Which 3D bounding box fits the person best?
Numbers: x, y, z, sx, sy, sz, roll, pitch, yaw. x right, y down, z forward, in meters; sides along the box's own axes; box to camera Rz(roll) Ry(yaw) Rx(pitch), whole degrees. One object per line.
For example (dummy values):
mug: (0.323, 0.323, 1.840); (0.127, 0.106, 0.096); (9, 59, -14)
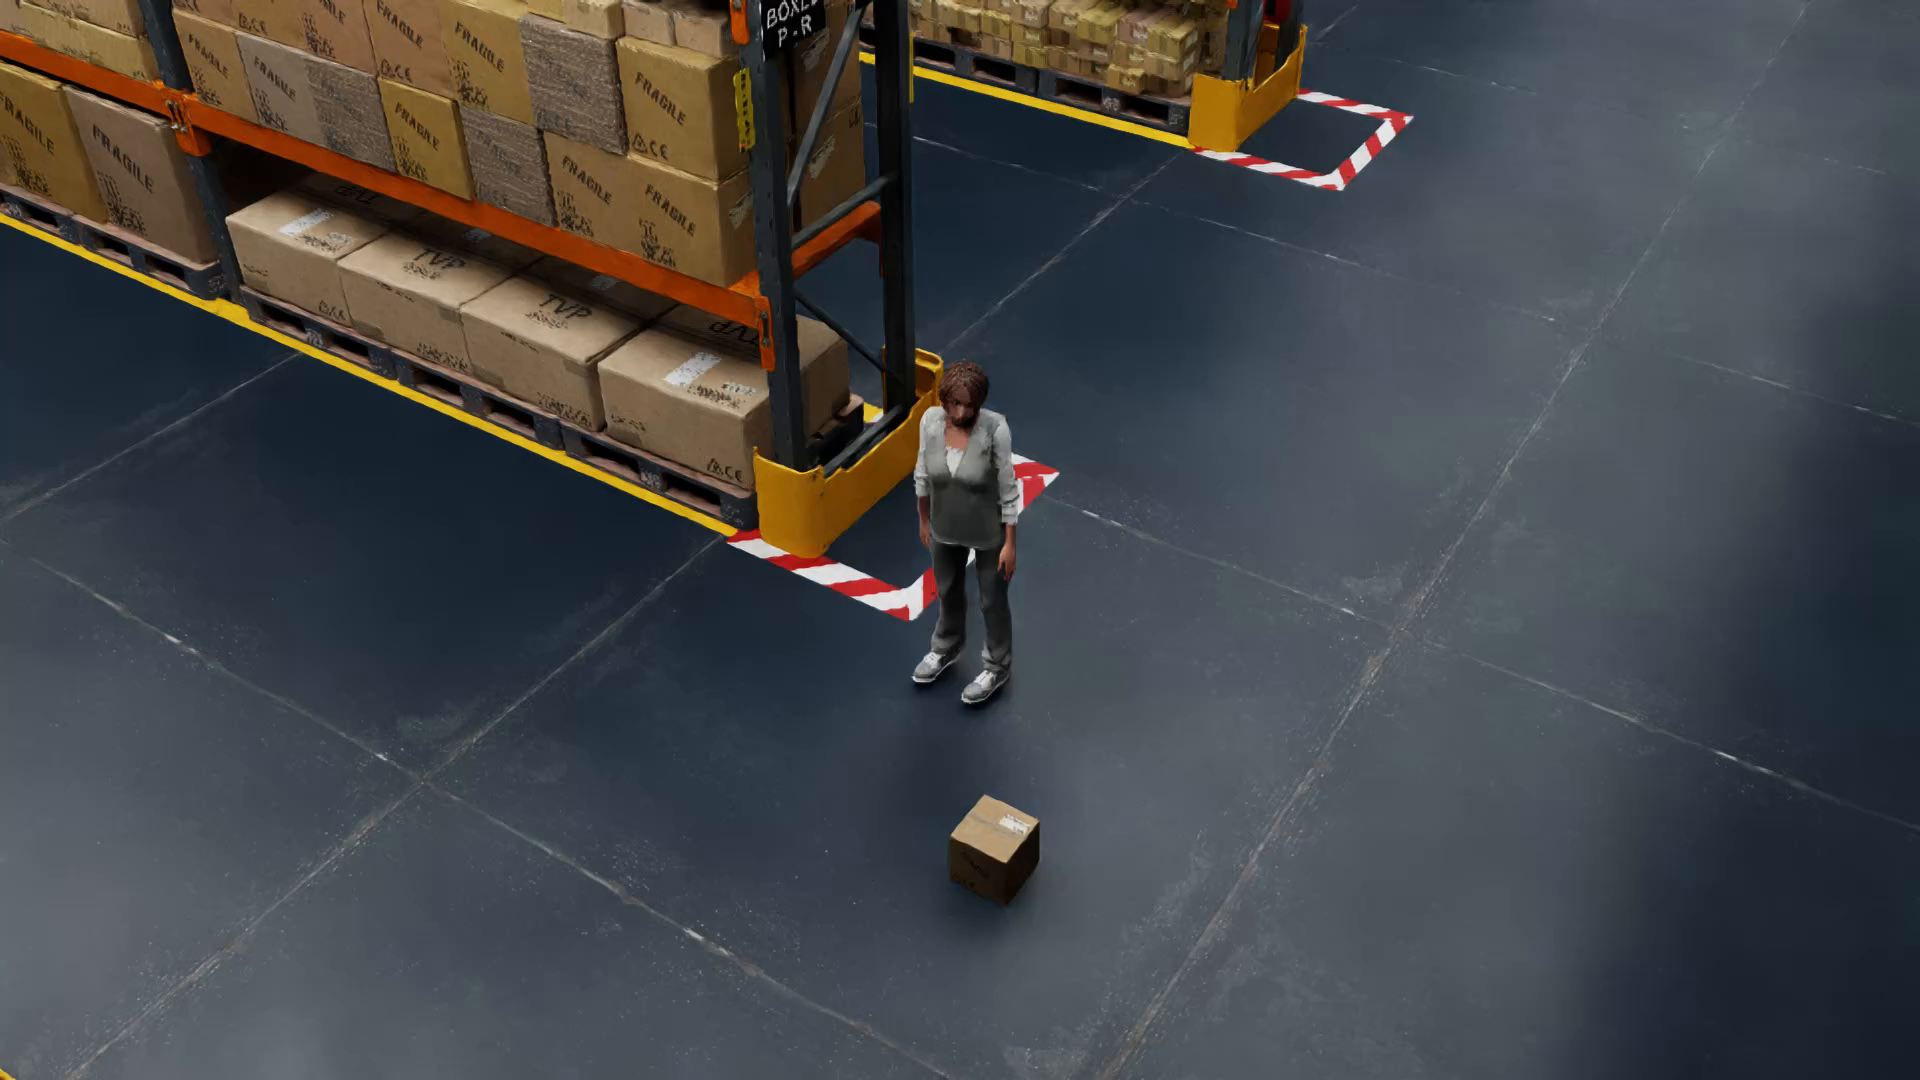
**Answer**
person: (0.032, -0.025, 6.679); (0.467, 1.606, 0.337); (14, 41, 17)
